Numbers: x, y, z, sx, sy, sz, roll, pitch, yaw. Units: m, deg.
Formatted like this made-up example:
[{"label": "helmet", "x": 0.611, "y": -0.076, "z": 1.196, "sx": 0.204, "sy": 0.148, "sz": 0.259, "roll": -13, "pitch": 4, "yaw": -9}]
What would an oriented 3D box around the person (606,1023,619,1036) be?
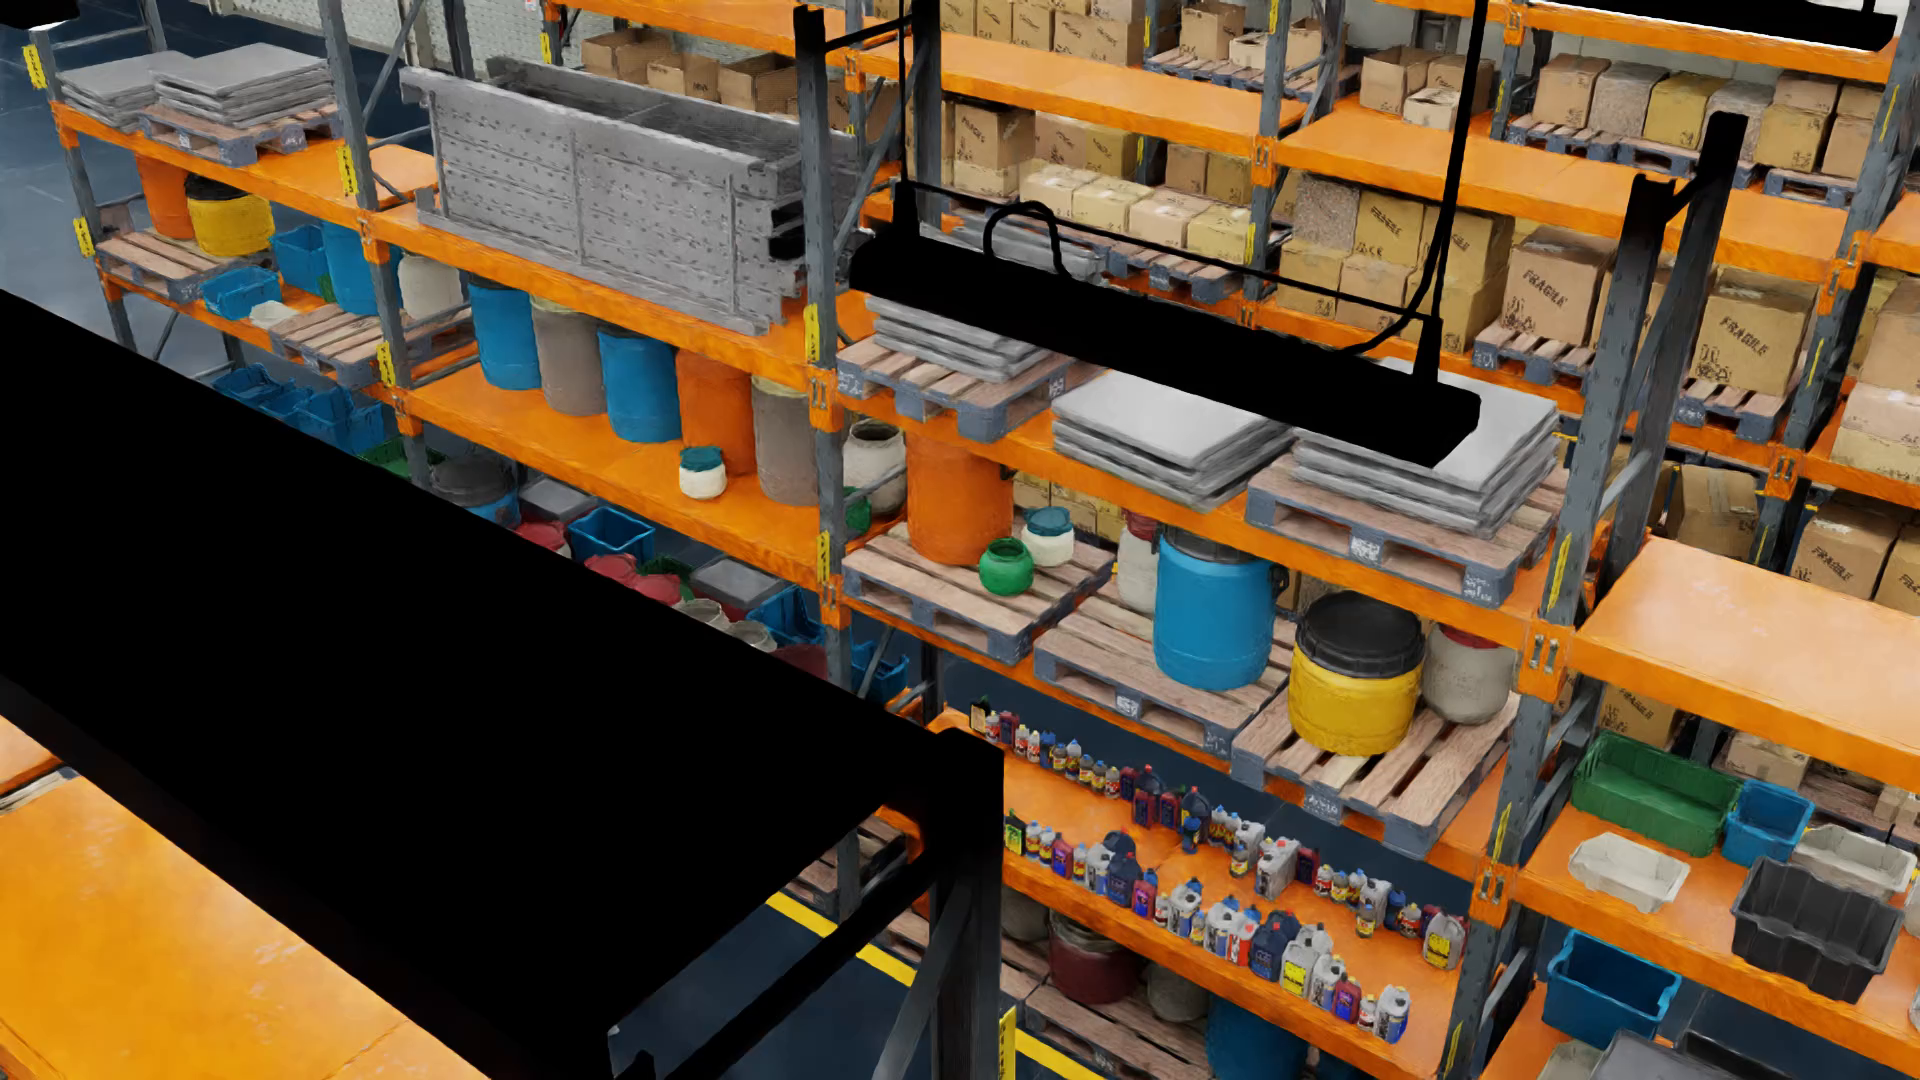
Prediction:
[{"label": "person", "x": -2.275, "y": 2.254, "z": 10.051, "sx": 0.507, "sy": 1.619, "sz": 0.598, "roll": 20, "pitch": 37, "yaw": 29}]
